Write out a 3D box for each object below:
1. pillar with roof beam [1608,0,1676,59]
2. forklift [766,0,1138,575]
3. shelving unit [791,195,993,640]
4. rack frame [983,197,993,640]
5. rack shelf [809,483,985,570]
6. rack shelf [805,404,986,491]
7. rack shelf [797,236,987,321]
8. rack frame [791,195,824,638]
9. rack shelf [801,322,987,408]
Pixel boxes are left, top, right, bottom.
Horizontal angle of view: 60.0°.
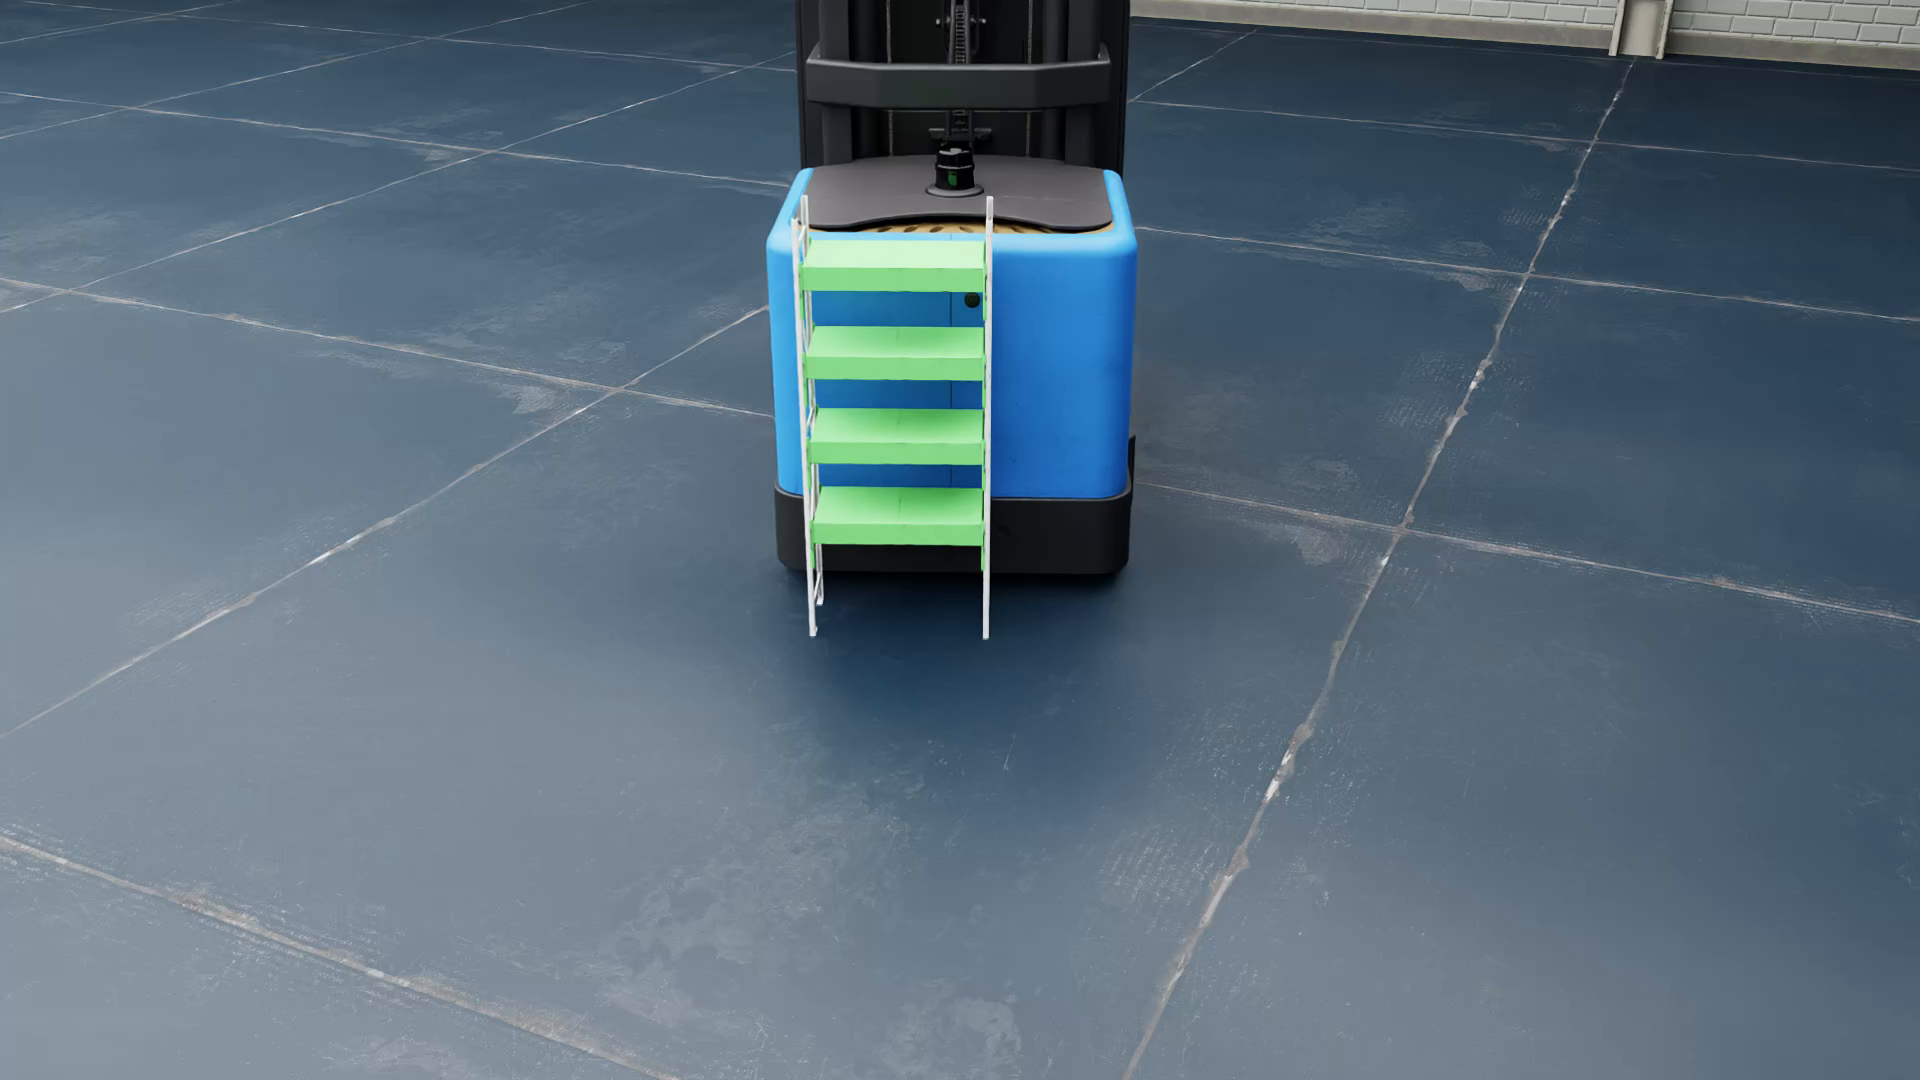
[{"bbox_3d":[3.485,-6.087,7.426,0.400,9.000,9.100,11,28,22],"label":"pillar with roof beam"},{"bbox_3d":[0.013,-1.822,5.632,1.130,2.935,3.031,1,26,1],"label":"forklift"},{"bbox_3d":[-0.168,-0.312,4.526,0.503,1.200,0.258,1,26,1],"label":"shelving unit"},{"bbox_3d":[0.076,-0.310,4.520,0.015,1.200,0.240,1,26,1],"label":"rack frame"},{"bbox_3d":[-0.168,-0.040,4.660,0.480,0.148,0.258,1,26,1],"label":"rack shelf"},{"bbox_3d":[-0.168,-0.255,4.554,0.480,0.148,0.258,1,26,1],"label":"rack shelf"},{"bbox_3d":[-0.168,-0.686,4.342,0.480,0.148,0.258,1,26,1],"label":"rack shelf"},{"bbox_3d":[-0.412,-0.315,4.531,0.015,1.200,0.240,1,26,1],"label":"rack frame"},{"bbox_3d":[-0.168,-0.470,4.448,0.480,0.148,0.258,1,26,1],"label":"rack shelf"}]
